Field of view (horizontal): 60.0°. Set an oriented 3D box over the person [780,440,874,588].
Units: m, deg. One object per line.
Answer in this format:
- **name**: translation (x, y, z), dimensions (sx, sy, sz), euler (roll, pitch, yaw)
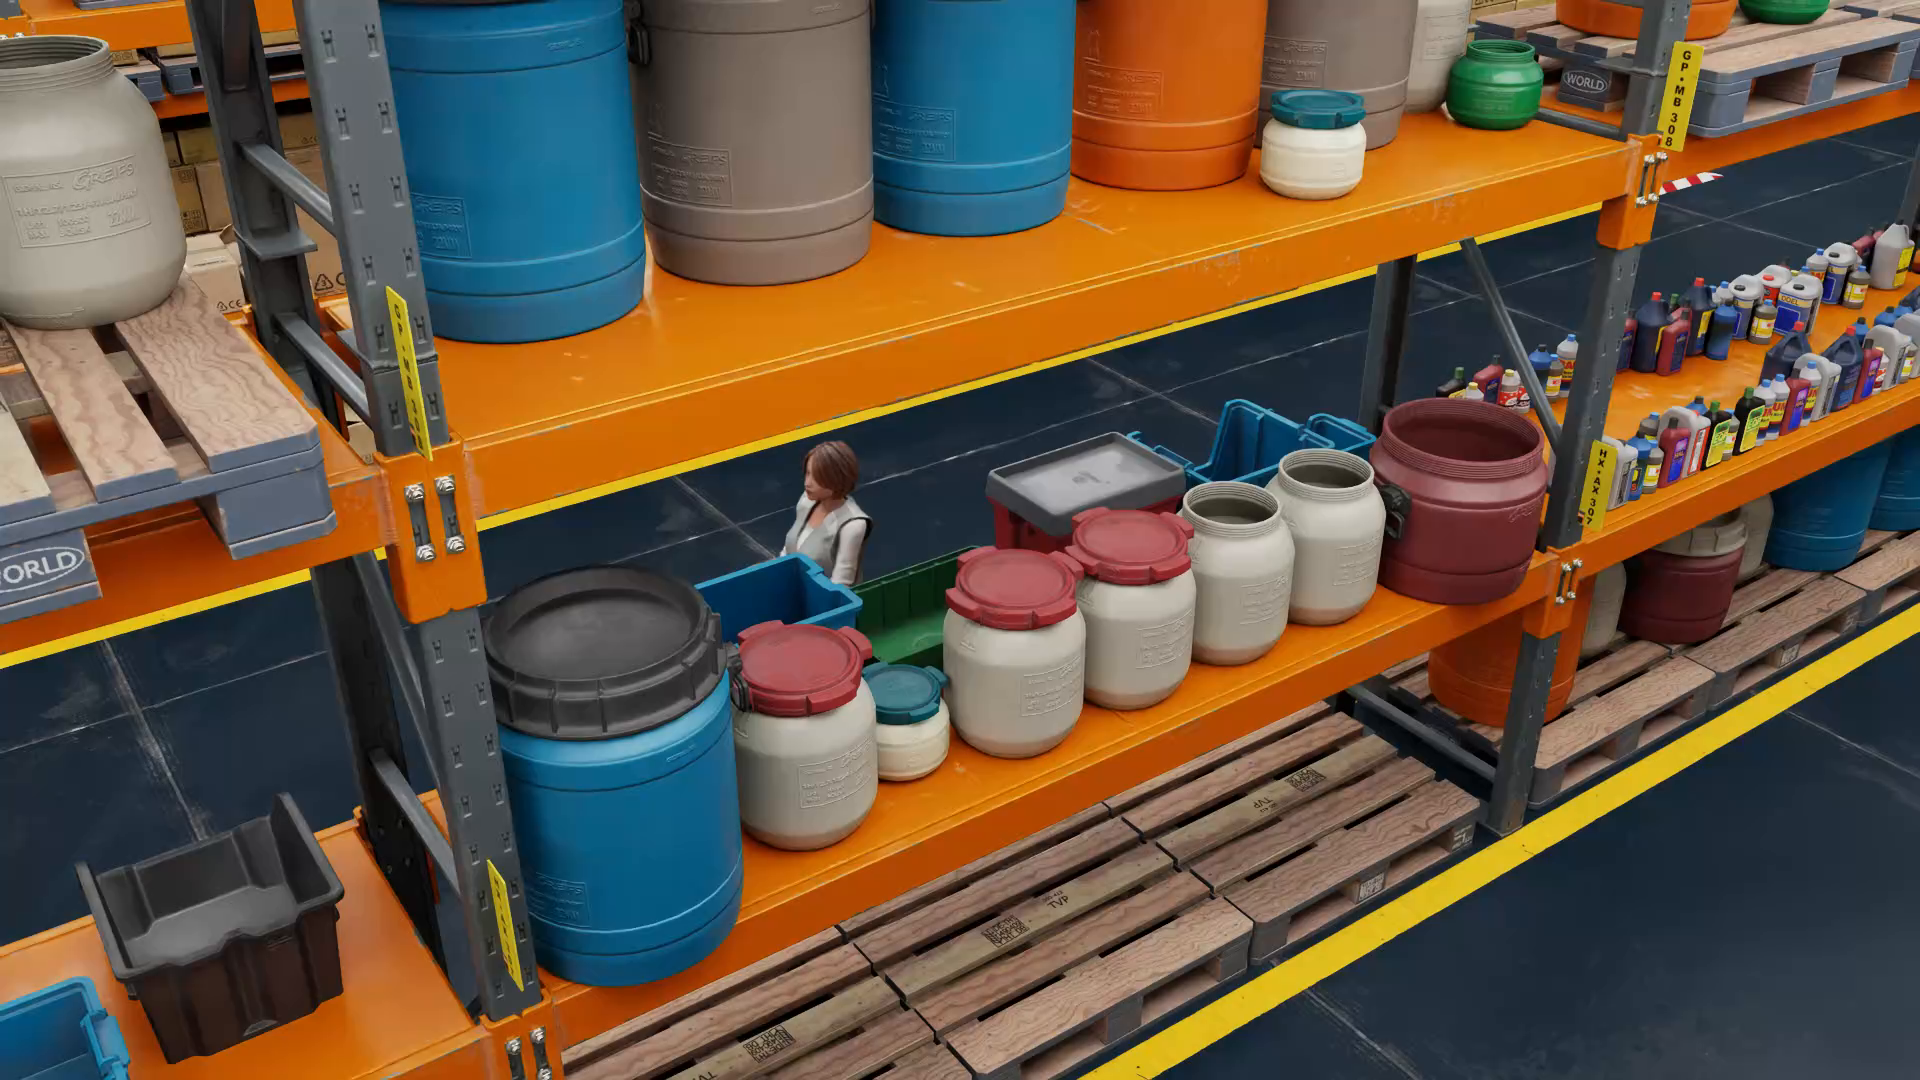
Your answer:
- **person**: translation (-0.579, 0.363, 6.476), dimensions (0.489, 1.596, 0.425), euler (-19, 34, -31)
